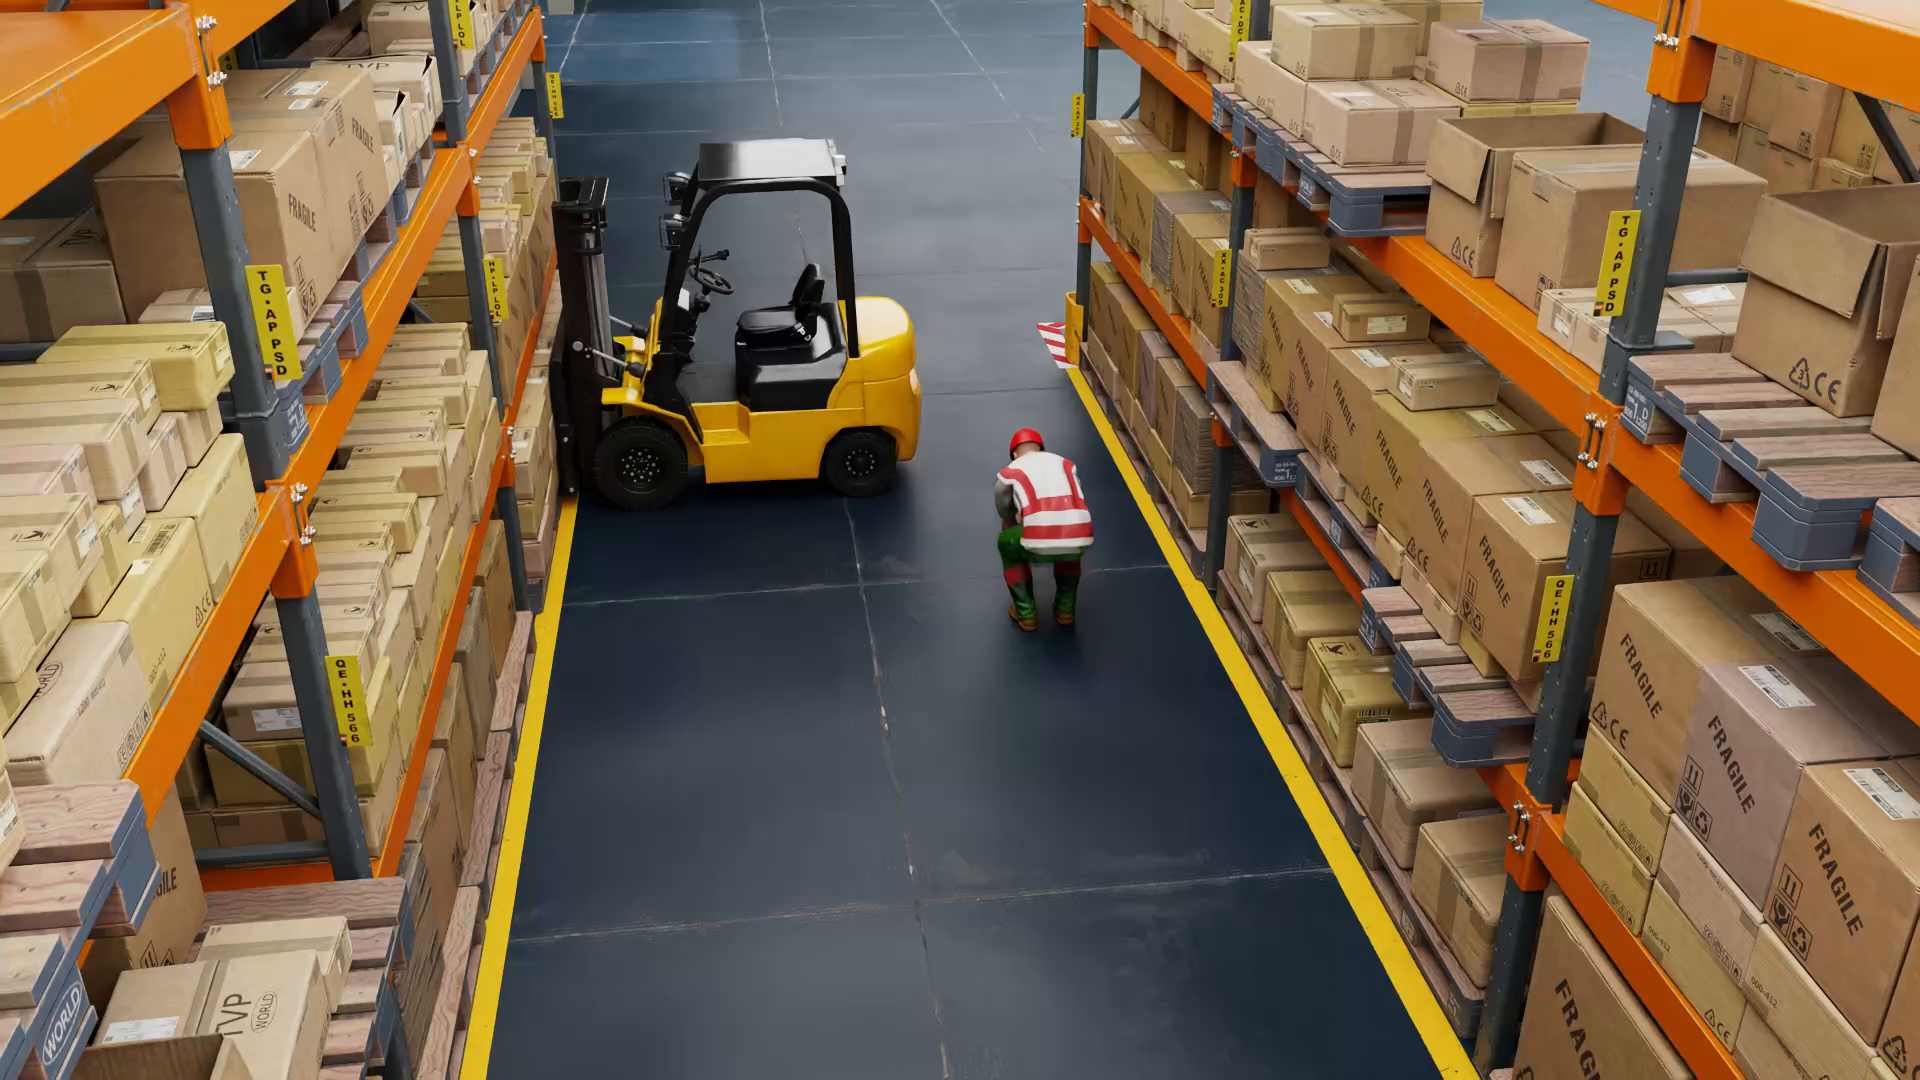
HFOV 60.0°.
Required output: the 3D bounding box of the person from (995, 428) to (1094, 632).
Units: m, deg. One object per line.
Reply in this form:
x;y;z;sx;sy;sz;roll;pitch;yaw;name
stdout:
0.472;-0.043;9.559;0.526;0.993;0.926;-4;27;-9;person
